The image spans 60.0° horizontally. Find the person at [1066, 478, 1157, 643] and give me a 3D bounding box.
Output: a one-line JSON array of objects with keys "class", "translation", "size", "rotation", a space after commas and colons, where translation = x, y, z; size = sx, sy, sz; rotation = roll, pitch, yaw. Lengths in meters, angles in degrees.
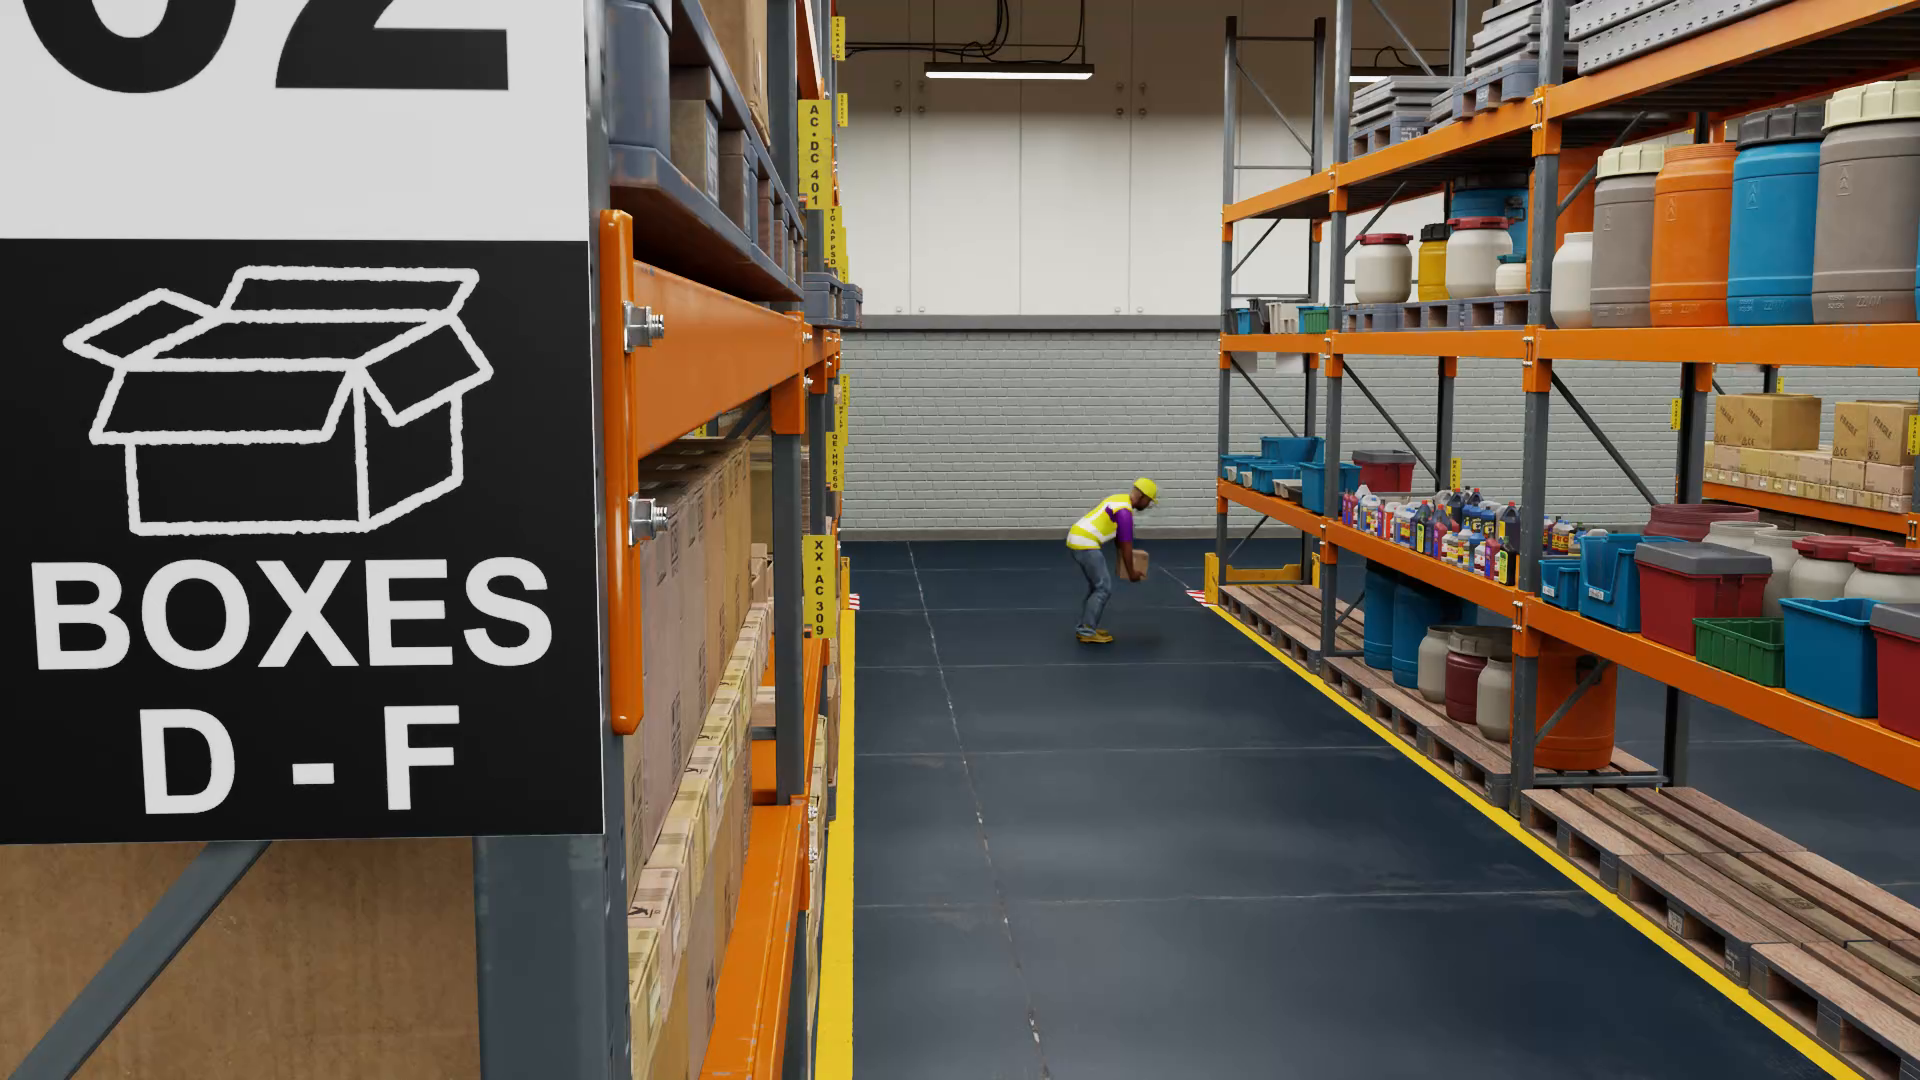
[{"class": "person", "translation": [1.399, 0.175, 15.298], "size": [0.832, 1.497, 0.488], "rotation": [-1, 7, -5]}]
